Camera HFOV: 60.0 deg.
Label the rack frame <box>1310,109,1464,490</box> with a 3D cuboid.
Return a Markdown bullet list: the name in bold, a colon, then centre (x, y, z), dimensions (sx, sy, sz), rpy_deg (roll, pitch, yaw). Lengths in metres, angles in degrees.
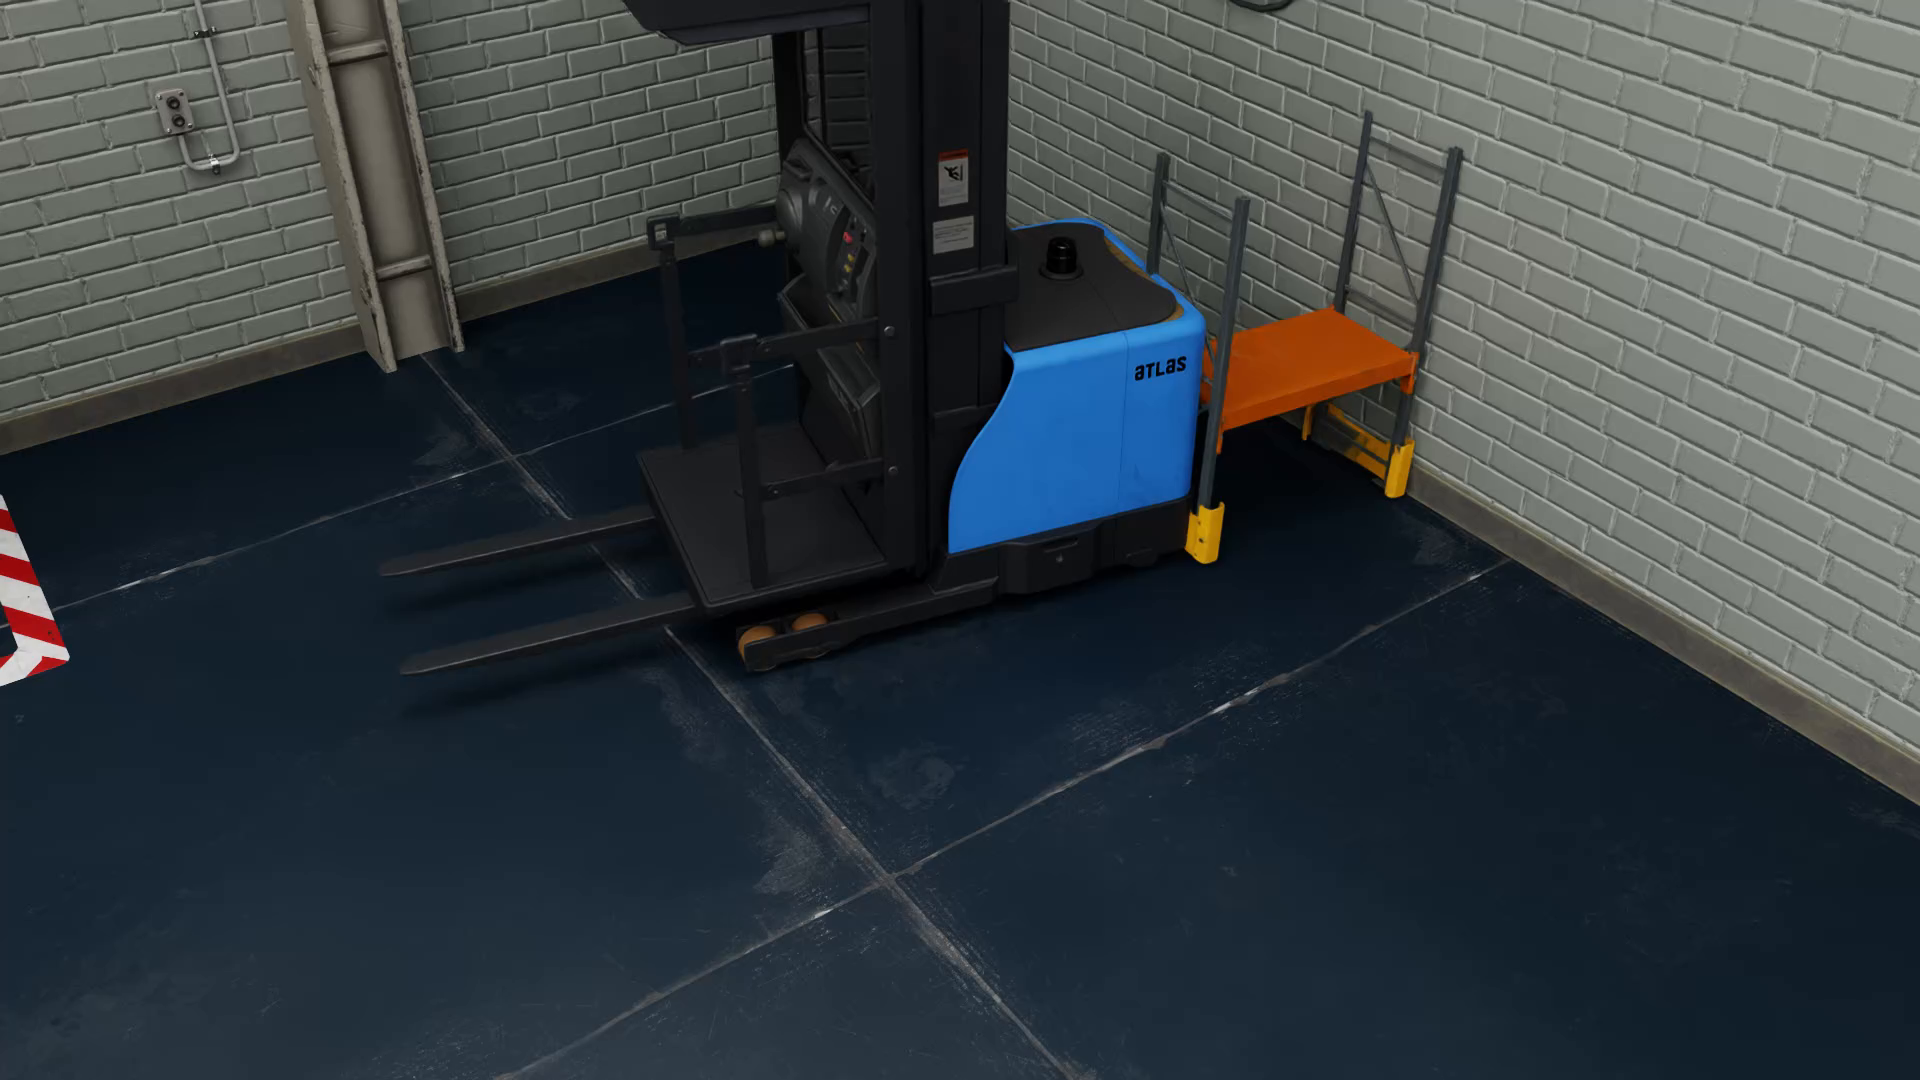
- **rack frame**: centre (1.712, -0.947, 6.766), dimensions (0.032, 1.500, 0.500), rpy_deg (-17, 38, -26)

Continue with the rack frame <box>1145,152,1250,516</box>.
- **rack frame**: centre (0.841, -0.672, 6.319), dimensions (0.032, 1.500, 0.500), rpy_deg (-17, 38, -26)

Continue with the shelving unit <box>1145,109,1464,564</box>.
- **shelving unit**: centre (1.284, -0.812, 6.547), dimensions (1.083, 1.500, 0.587), rpy_deg (-17, 38, -26)

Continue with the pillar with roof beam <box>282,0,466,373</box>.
- **pillar with roof beam**: centre (-0.153, -2.525, 2.553), dimensions (0.400, 9.000, 9.100), rpy_deg (-22, 41, -28)

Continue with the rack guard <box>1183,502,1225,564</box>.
- **rack guard**: centre (0.841, -0.160, 6.677), dimensions (0.087, 0.250, 0.587), rpy_deg (-17, 38, -26)

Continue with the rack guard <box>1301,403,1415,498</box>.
- **rack guard**: centre (1.694, -0.429, 7.115), dimensions (0.087, 0.250, 0.587), rpy_deg (-17, 38, -26)

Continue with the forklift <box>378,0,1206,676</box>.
- **forklift**: centre (-0.652, -1.061, 5.715), dimensions (3.031, 2.935, 1.130), rpy_deg (-13, 38, -18)

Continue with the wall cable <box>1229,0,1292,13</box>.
- **wall cable**: centre (0.487, -3.730, 6.888), dimensions (0.112, 2.526, 3.097), rpy_deg (-22, 41, -28)

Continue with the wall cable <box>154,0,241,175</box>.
- **wall cable**: centre (-3.840, -2.117, 6.255), dimensions (1.851, 1.984, 0.084), rpy_deg (-22, 41, -28)

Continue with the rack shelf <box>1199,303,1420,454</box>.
- **rack shelf**: centre (1.271, -0.661, 6.643), dimensions (1.000, 0.185, 0.538), rpy_deg (-17, 38, -26)
